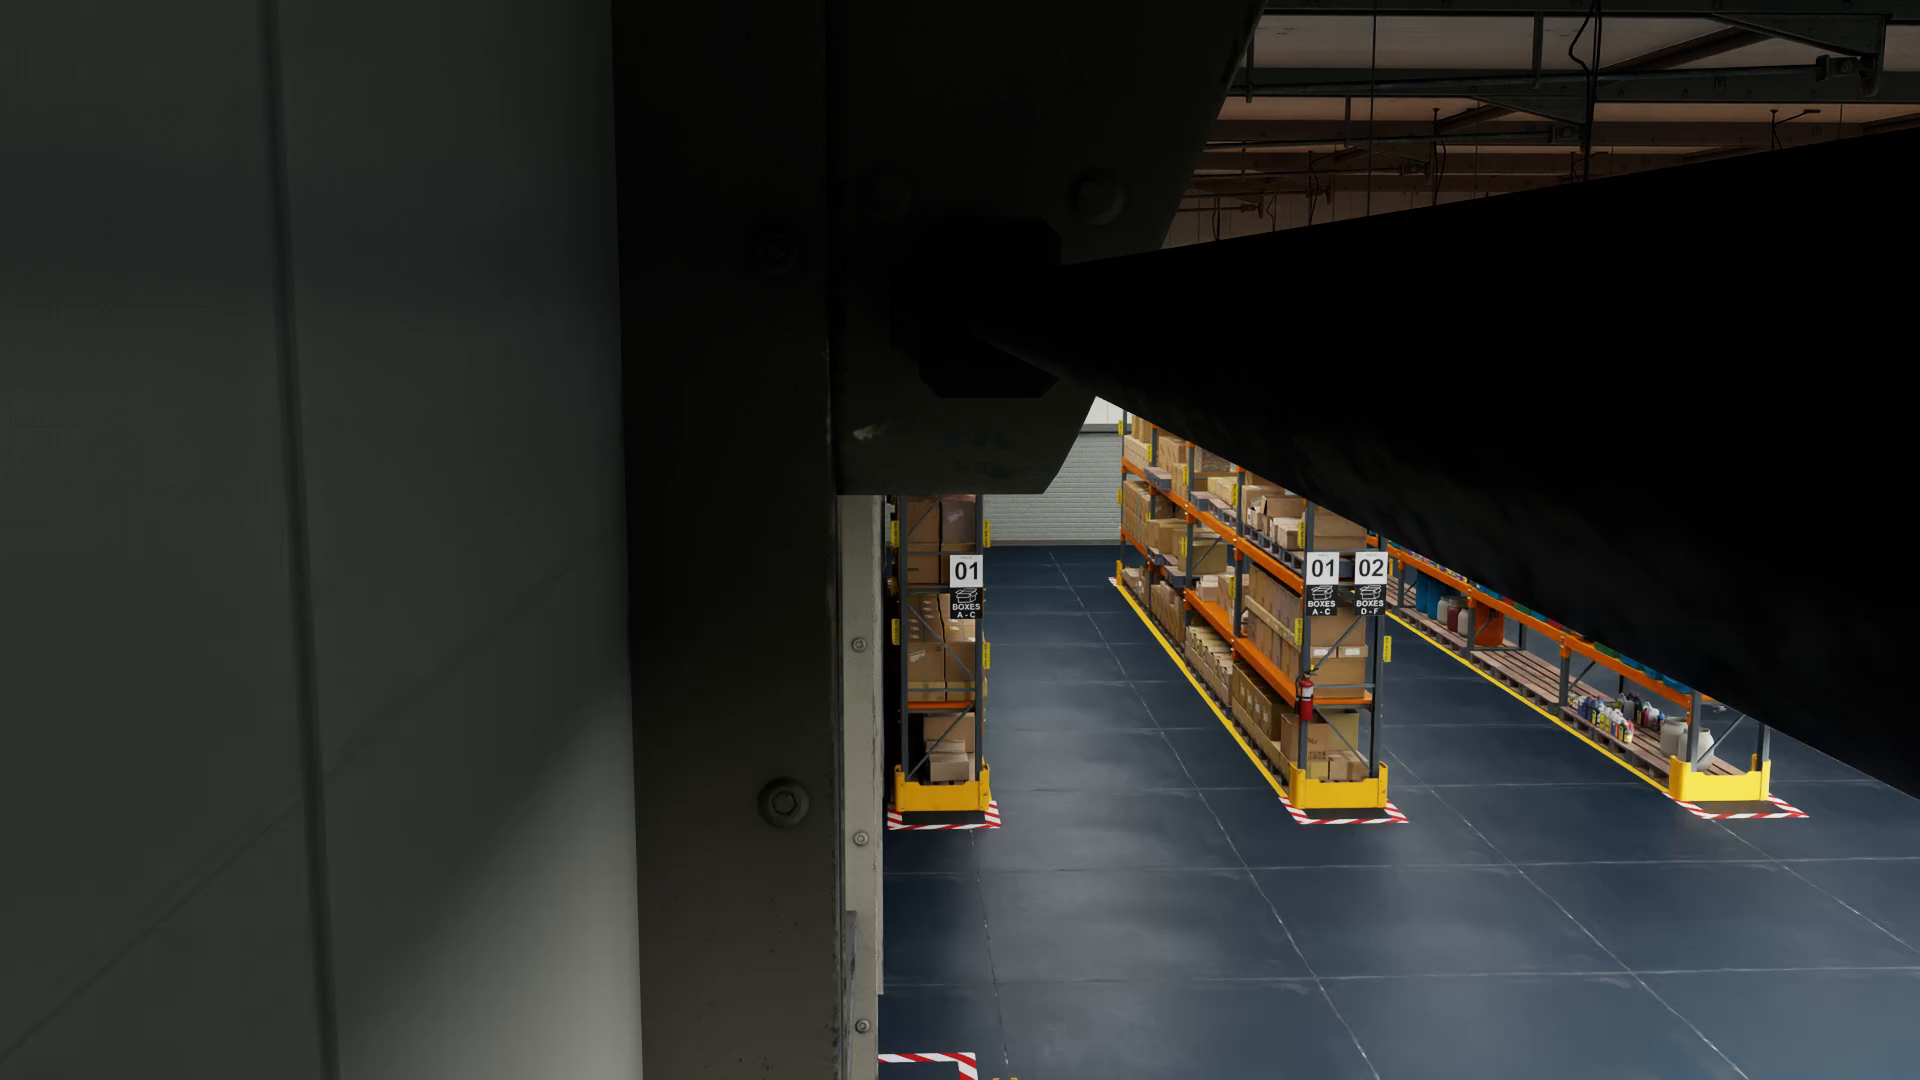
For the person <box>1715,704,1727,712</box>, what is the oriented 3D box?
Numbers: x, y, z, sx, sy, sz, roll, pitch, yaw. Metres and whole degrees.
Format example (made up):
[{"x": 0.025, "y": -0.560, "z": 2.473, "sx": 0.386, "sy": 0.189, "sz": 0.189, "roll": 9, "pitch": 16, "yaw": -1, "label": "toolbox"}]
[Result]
[{"x": 11.664, "y": 1.768, "z": 25.513, "sx": 0.436, "sy": 1.604, "sz": 1.064, "roll": 0, "pitch": 8, "yaw": 1, "label": "person"}]
